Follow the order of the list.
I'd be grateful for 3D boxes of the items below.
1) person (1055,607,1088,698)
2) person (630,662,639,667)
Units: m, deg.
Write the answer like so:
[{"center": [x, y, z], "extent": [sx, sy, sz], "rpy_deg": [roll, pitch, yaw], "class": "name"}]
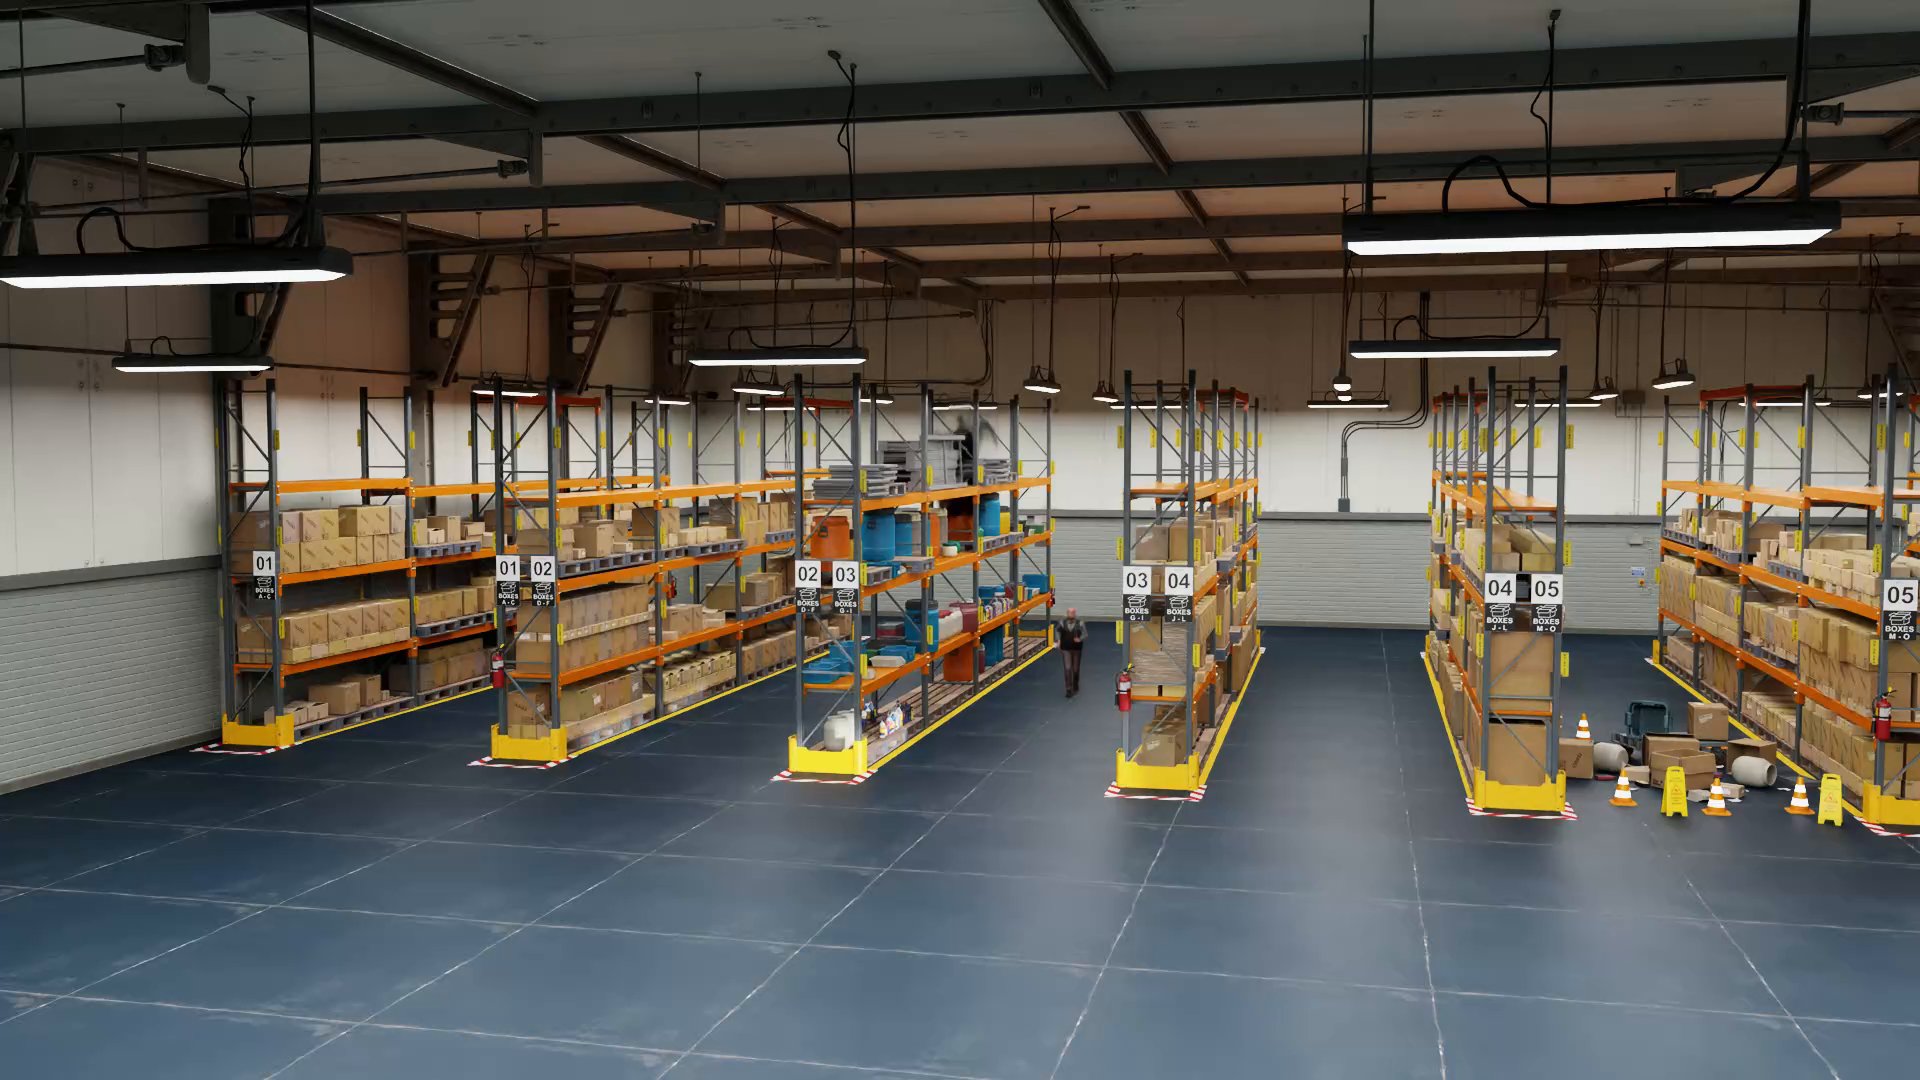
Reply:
[{"center": [2.183, 2.181, 32.657], "extent": [0.662, 1.731, 0.831], "rpy_deg": [0, 3, 5], "class": "person"}, {"center": [-6.786, 2.077, 33.965], "extent": [0.682, 1.840, 0.802], "rpy_deg": [1, 4, 12], "class": "person"}]
